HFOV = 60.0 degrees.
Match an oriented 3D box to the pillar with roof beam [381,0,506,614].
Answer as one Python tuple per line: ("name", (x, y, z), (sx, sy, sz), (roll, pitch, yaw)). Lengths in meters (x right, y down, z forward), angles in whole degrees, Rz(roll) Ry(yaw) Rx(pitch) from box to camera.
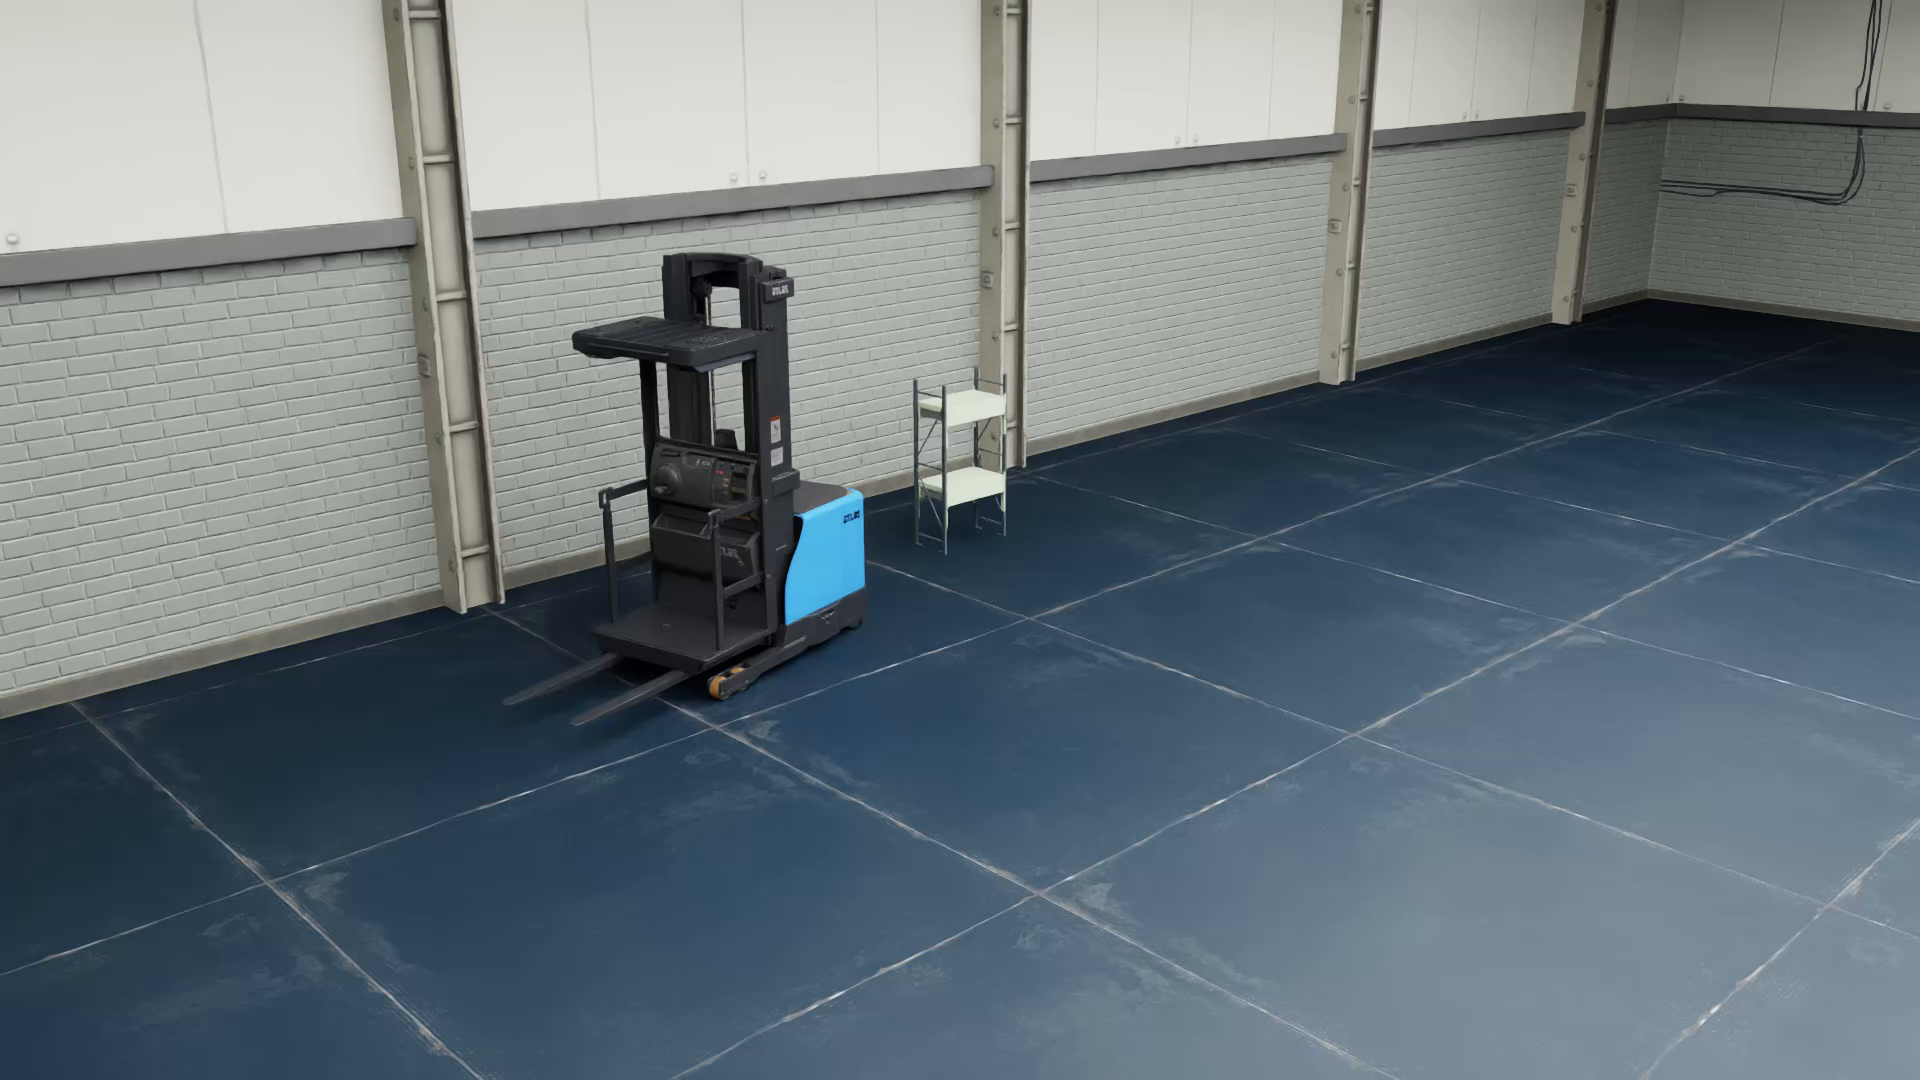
("pillar with roof beam", (-0.957, -2.805, 9.046), (0.400, 9.000, 9.100), (-16, 24, -41))

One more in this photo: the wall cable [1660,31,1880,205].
("wall cable", (12.213, -6.435, 25.275), (0.112, 2.526, 3.097), (-16, 24, -41))

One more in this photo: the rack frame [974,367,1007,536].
("rack frame", (0.271, -0.792, 14.997), (0.023, 1.500, 0.400), (-16, 24, -41))

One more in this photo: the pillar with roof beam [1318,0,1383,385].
("pillar with roof beam", (7.762, -5.348, 16.888), (0.400, 9.000, 9.100), (-16, 24, -41))

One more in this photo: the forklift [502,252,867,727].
("forklift", (-1.932, -0.446, 11.609), (1.130, 2.935, 3.031), (11, 21, 30))

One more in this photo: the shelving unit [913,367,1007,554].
("shelving unit", (0.005, -0.715, 14.758), (0.755, 1.500, 0.431), (-16, 24, -41))

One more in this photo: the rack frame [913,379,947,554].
("rack frame", (-0.261, -0.637, 14.519), (0.023, 1.500, 0.400), (-16, 24, -41))

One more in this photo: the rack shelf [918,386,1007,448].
("rack shelf", (0.005, -1.086, 14.637), (0.720, 0.370, 0.431), (-16, 24, -41))

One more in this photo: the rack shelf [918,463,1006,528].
("rack shelf", (0.005, -0.405, 14.858), (0.720, 0.370, 0.431), (-16, 24, -41))

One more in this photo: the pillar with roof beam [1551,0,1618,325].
("pillar with roof beam", (12.122, -6.619, 20.809), (0.400, 9.000, 9.100), (-16, 24, -41))

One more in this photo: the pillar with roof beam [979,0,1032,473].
("pillar with roof beam", (3.402, -4.076, 12.967), (0.400, 9.000, 9.100), (-16, 24, -41))

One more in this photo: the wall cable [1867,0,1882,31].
("wall cable", (14.072, -8.231, 22.627), (0.112, 2.526, 3.097), (-16, 24, -41))
